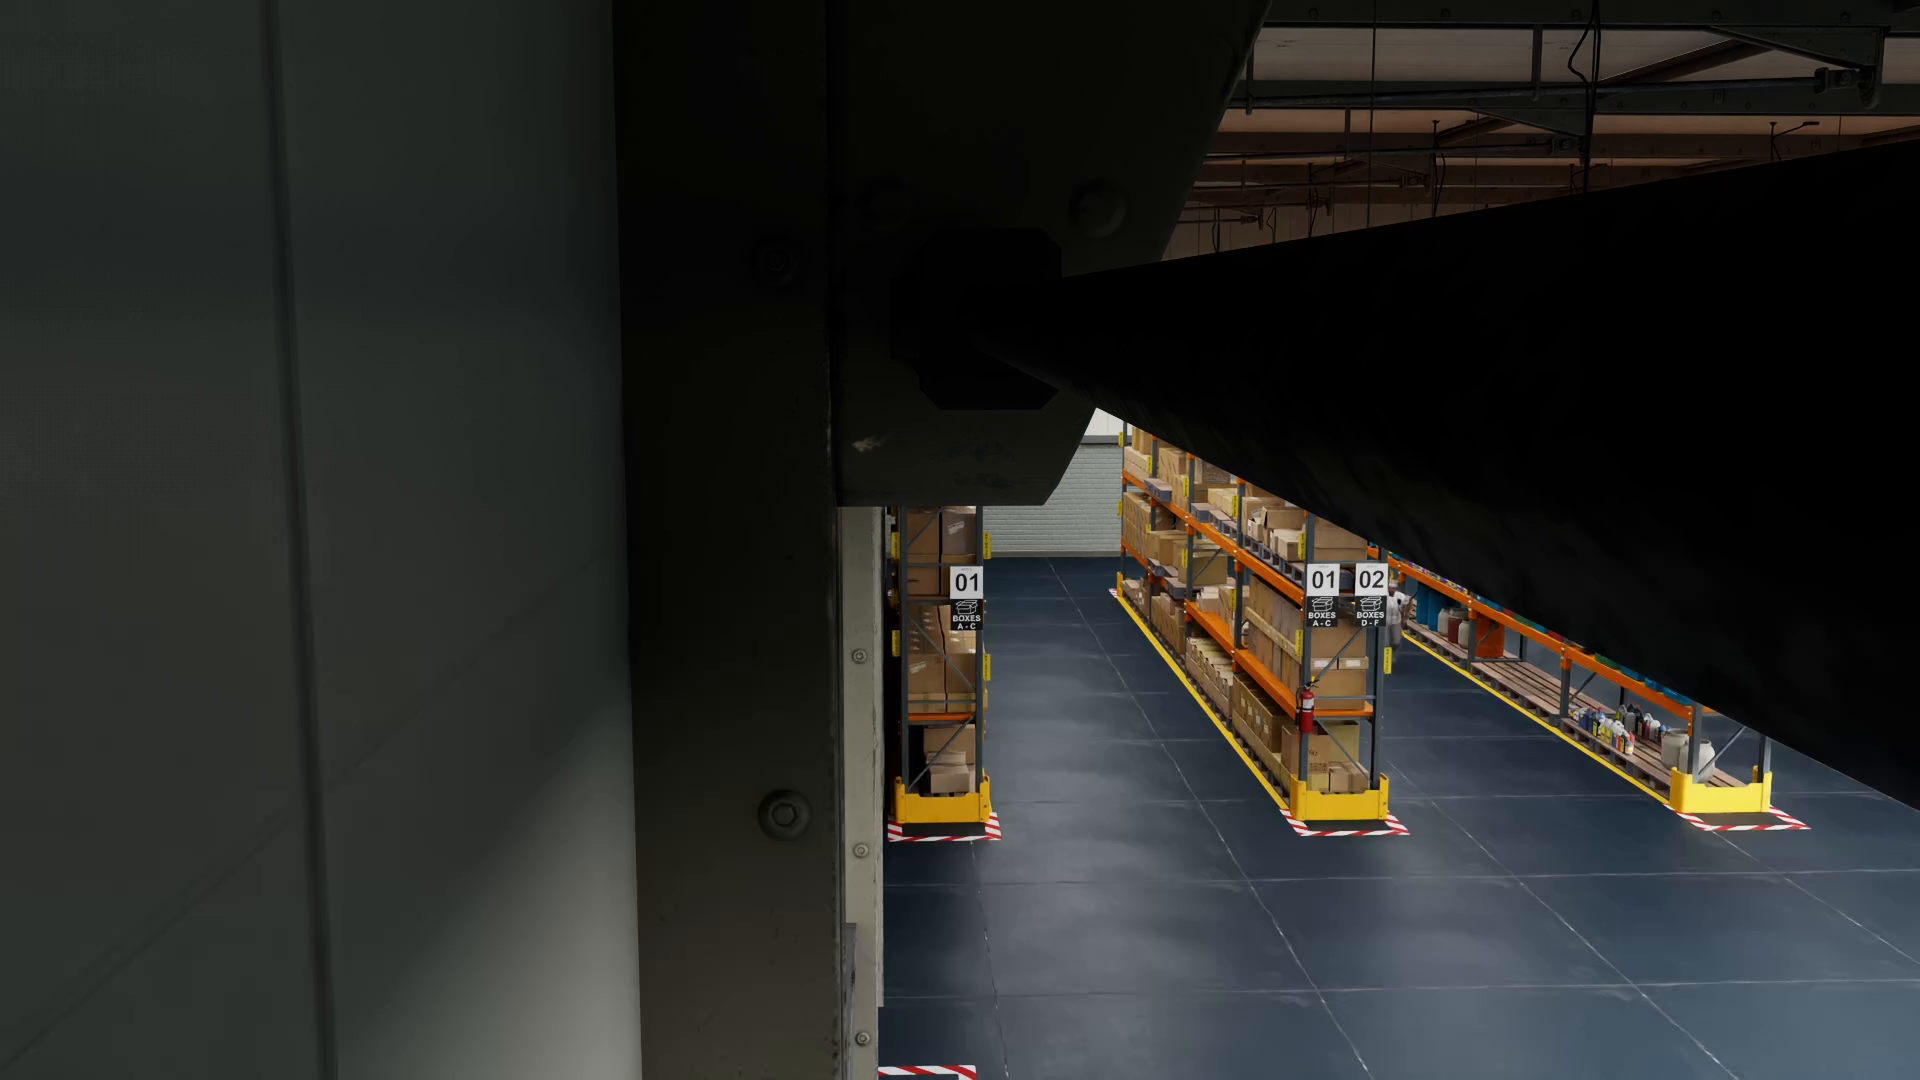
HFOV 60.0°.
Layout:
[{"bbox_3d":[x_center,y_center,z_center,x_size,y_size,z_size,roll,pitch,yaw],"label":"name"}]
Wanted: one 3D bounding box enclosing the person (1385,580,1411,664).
[{"bbox_3d":[7.598,1.447,29.196,0.624,1.604,0.716,1,8,7],"label":"person"}]
